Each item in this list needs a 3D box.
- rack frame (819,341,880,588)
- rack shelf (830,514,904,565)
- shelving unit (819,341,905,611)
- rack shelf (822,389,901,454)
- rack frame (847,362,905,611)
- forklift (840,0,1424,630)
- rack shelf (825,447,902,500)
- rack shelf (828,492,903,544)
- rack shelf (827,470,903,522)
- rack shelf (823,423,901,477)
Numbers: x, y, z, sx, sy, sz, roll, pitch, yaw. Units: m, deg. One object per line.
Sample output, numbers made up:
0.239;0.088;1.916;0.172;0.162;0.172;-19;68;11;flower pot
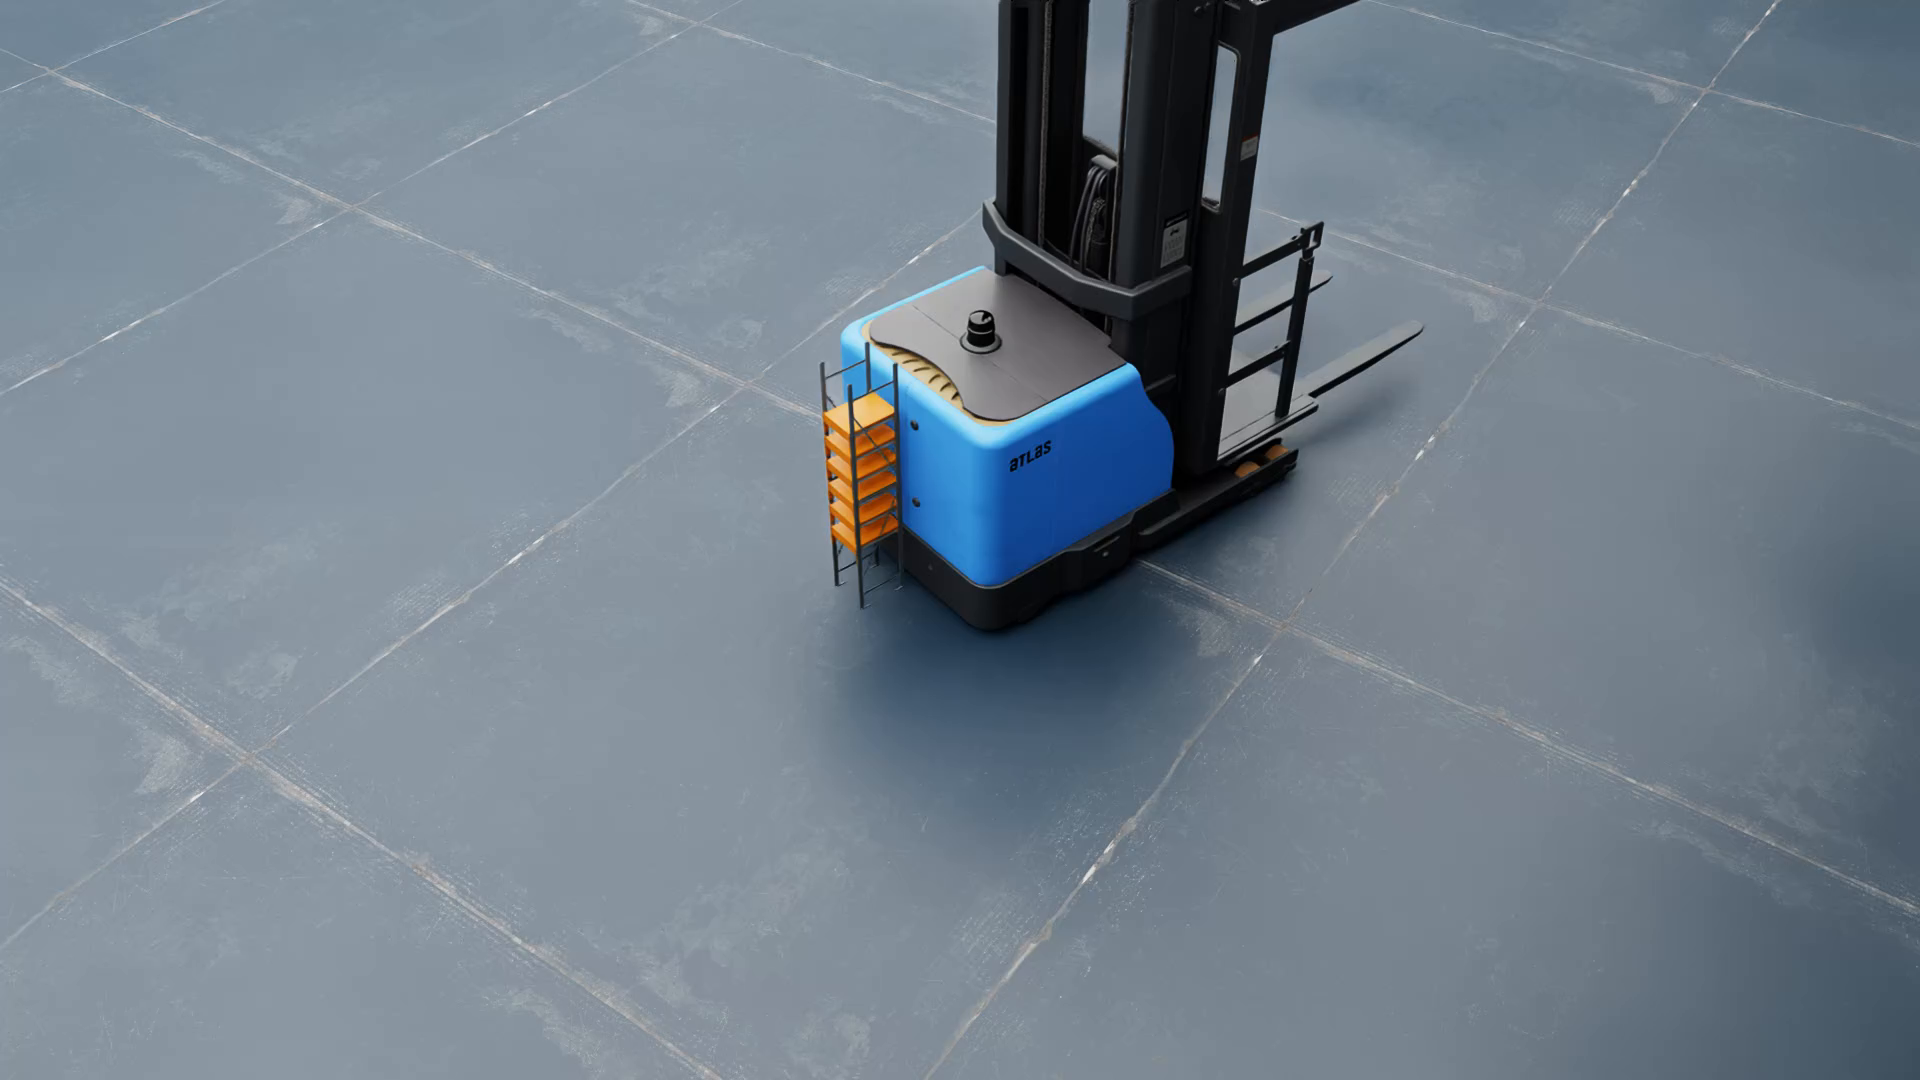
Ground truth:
-0.452;-0.290;6.922;0.240;1.200;0.006;-28;49;-28;rack frame
-0.394;-0.030;7.059;0.258;0.103;0.180;-28;49;-28;rack shelf
-0.395;-0.242;6.869;0.258;1.200;0.189;-28;49;-28;shelving unit
-0.395;-0.477;6.658;0.258;0.103;0.180;-28;49;-28;rack shelf
-0.337;-0.195;6.816;0.240;1.200;0.006;-28;49;-28;rack frame
0.953;-1.540;7.021;3.031;2.935;1.130;-28;49;-28;forklift
-0.395;-0.298;6.818;0.258;0.103;0.180;-28;49;-28;rack shelf
-0.395;-0.120;6.979;0.258;0.103;0.180;-28;49;-28;rack shelf
-0.395;-0.209;6.899;0.258;0.103;0.180;-28;49;-28;rack shelf
-0.395;-0.388;6.738;0.258;0.103;0.180;-28;49;-28;rack shelf
